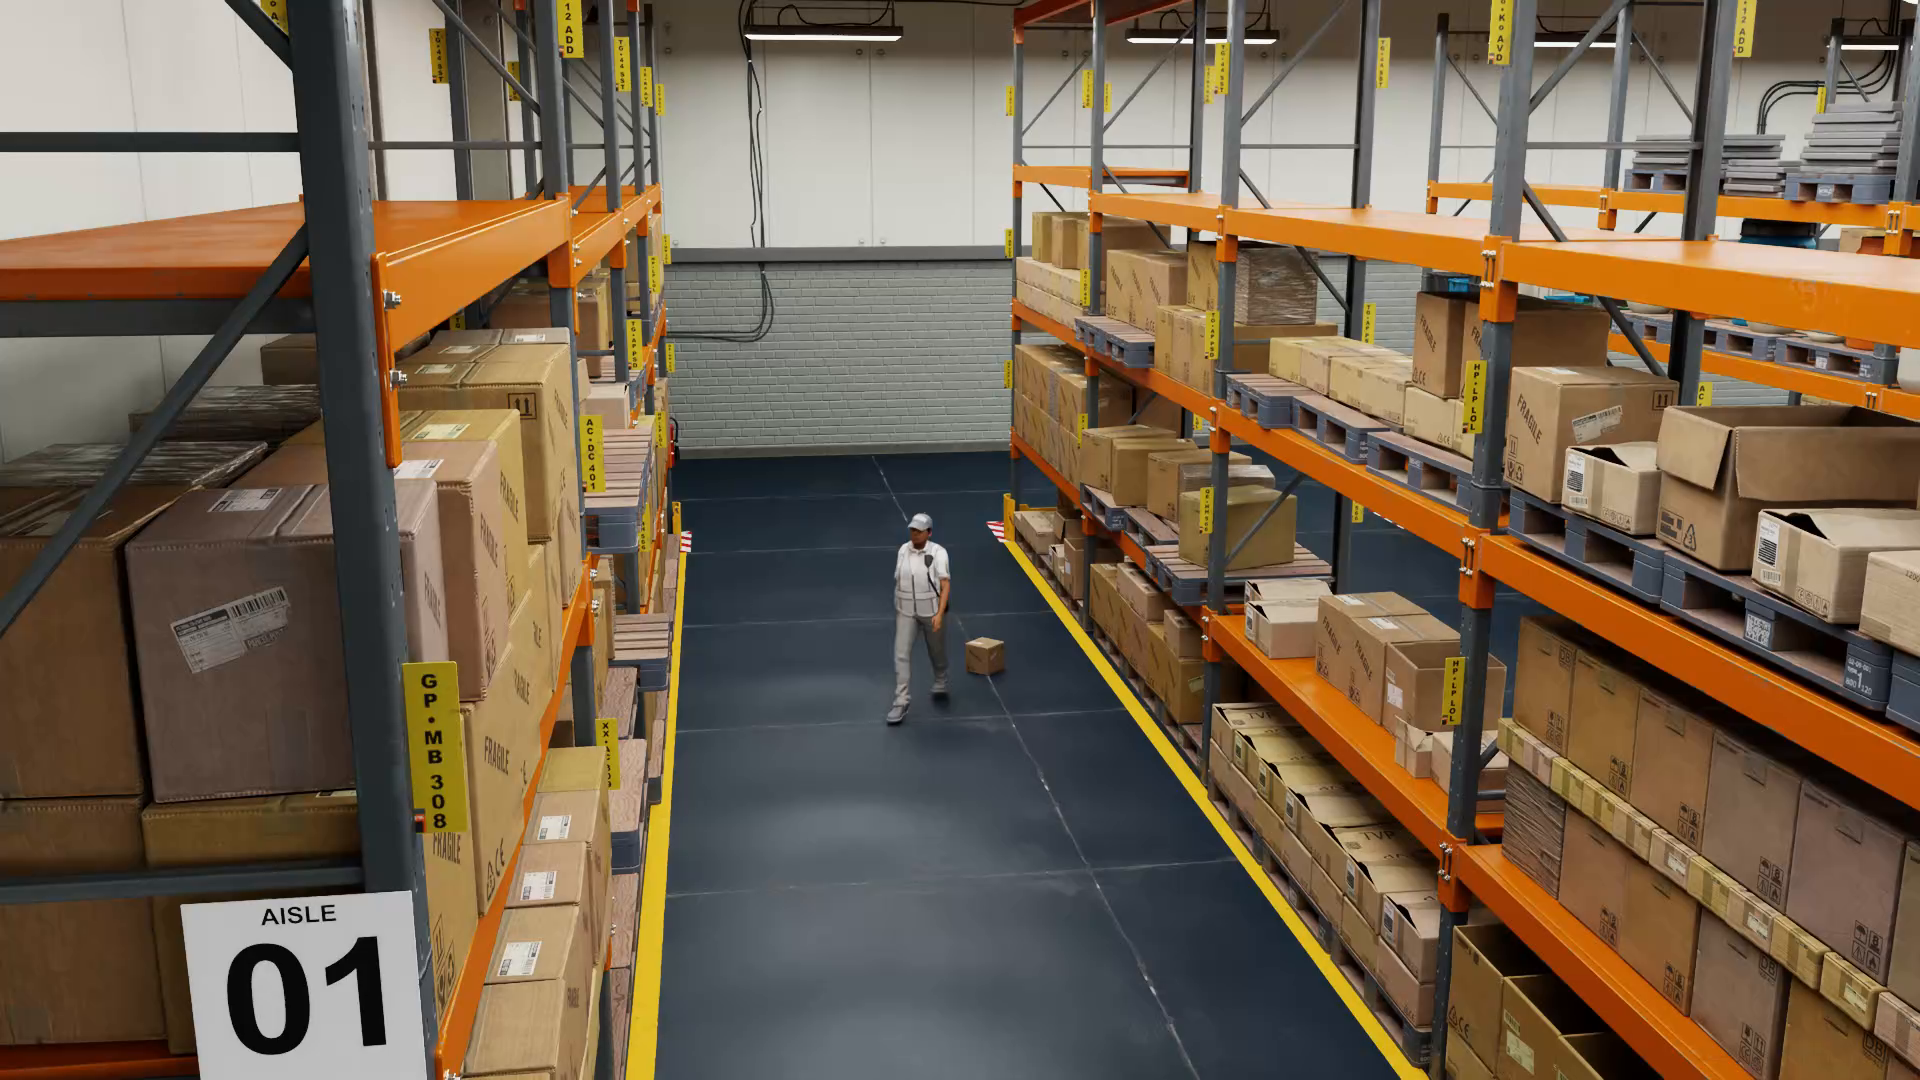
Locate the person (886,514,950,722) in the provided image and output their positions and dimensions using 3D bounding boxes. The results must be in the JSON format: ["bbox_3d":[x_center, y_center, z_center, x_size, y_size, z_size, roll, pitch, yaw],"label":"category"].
[{"bbox_3d":[-0.311,0.582,13.500,0.478,1.606,0.999,3,14,13],"label":"person"}]
